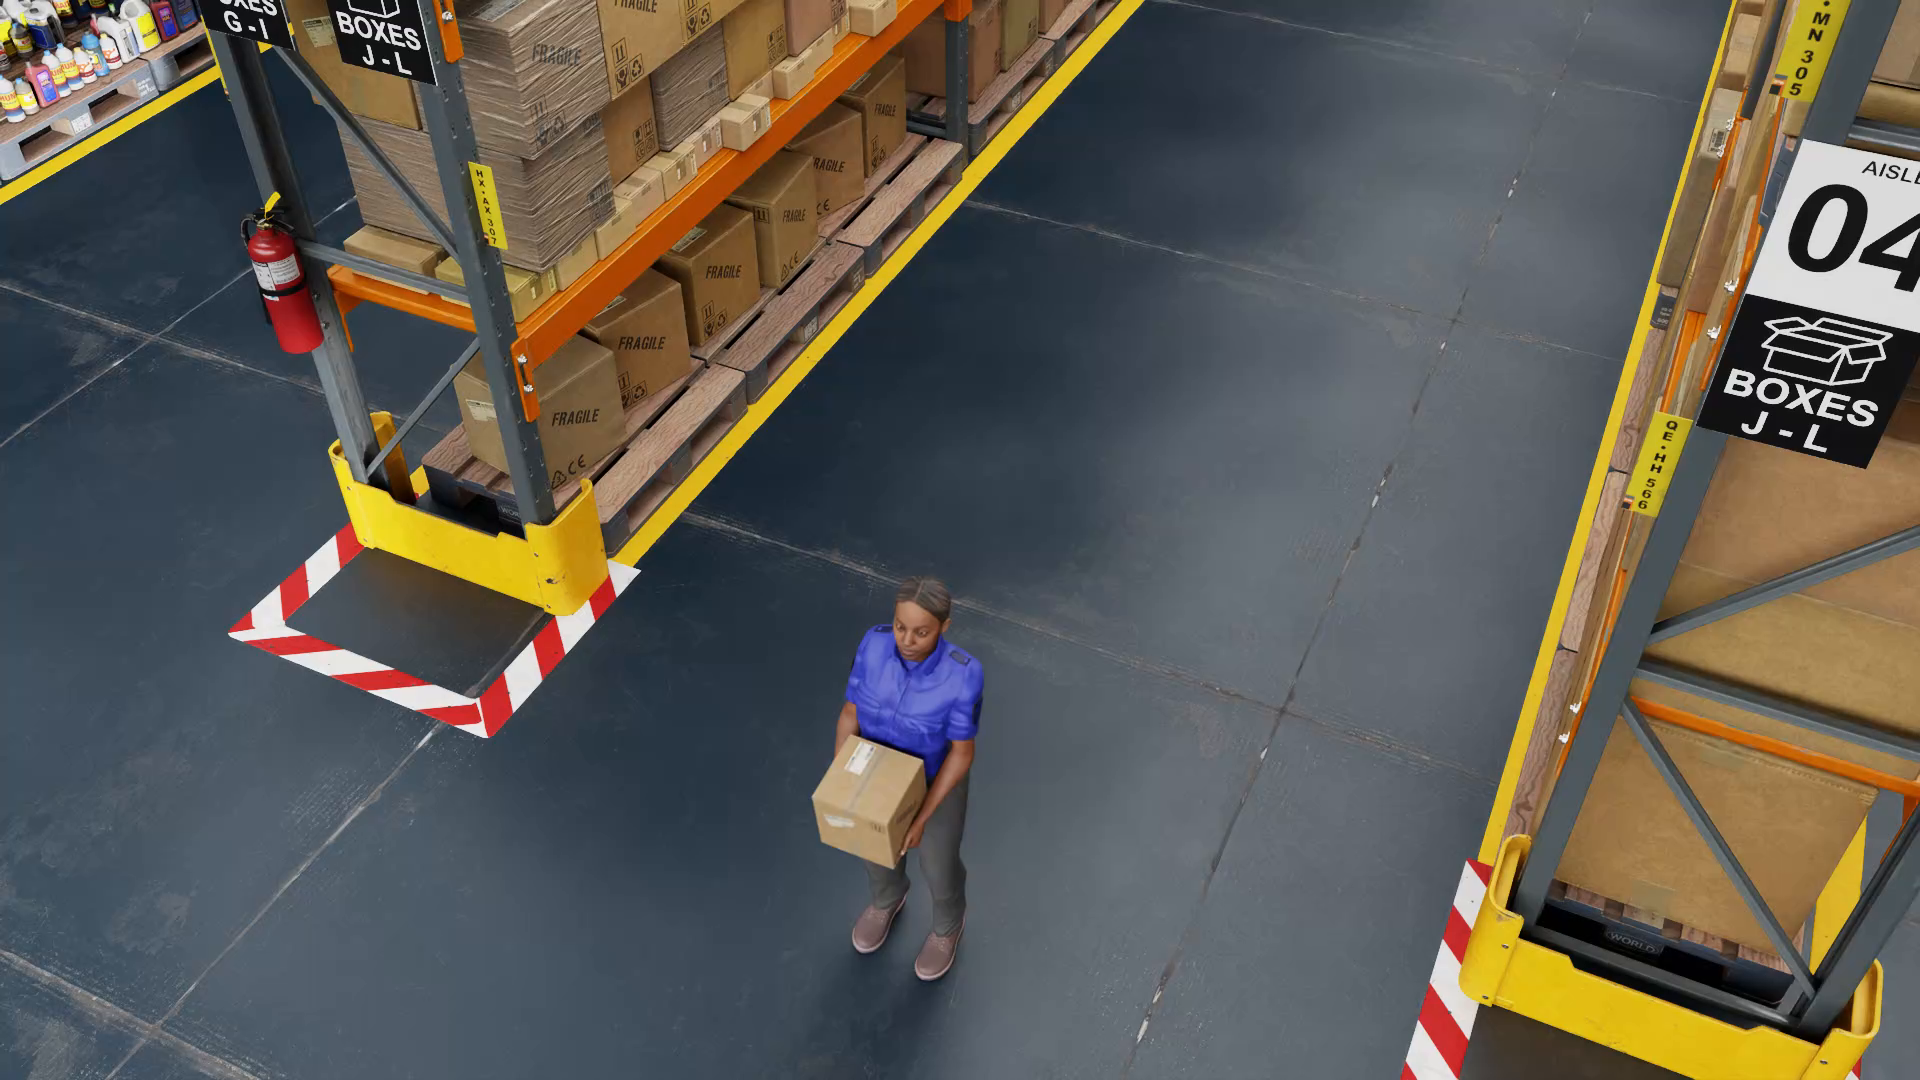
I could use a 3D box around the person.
[{"bbox_3d":[-0.217,0.812,5.271,0.456,1.655,0.507,20,46,20],"label":"person"}]
